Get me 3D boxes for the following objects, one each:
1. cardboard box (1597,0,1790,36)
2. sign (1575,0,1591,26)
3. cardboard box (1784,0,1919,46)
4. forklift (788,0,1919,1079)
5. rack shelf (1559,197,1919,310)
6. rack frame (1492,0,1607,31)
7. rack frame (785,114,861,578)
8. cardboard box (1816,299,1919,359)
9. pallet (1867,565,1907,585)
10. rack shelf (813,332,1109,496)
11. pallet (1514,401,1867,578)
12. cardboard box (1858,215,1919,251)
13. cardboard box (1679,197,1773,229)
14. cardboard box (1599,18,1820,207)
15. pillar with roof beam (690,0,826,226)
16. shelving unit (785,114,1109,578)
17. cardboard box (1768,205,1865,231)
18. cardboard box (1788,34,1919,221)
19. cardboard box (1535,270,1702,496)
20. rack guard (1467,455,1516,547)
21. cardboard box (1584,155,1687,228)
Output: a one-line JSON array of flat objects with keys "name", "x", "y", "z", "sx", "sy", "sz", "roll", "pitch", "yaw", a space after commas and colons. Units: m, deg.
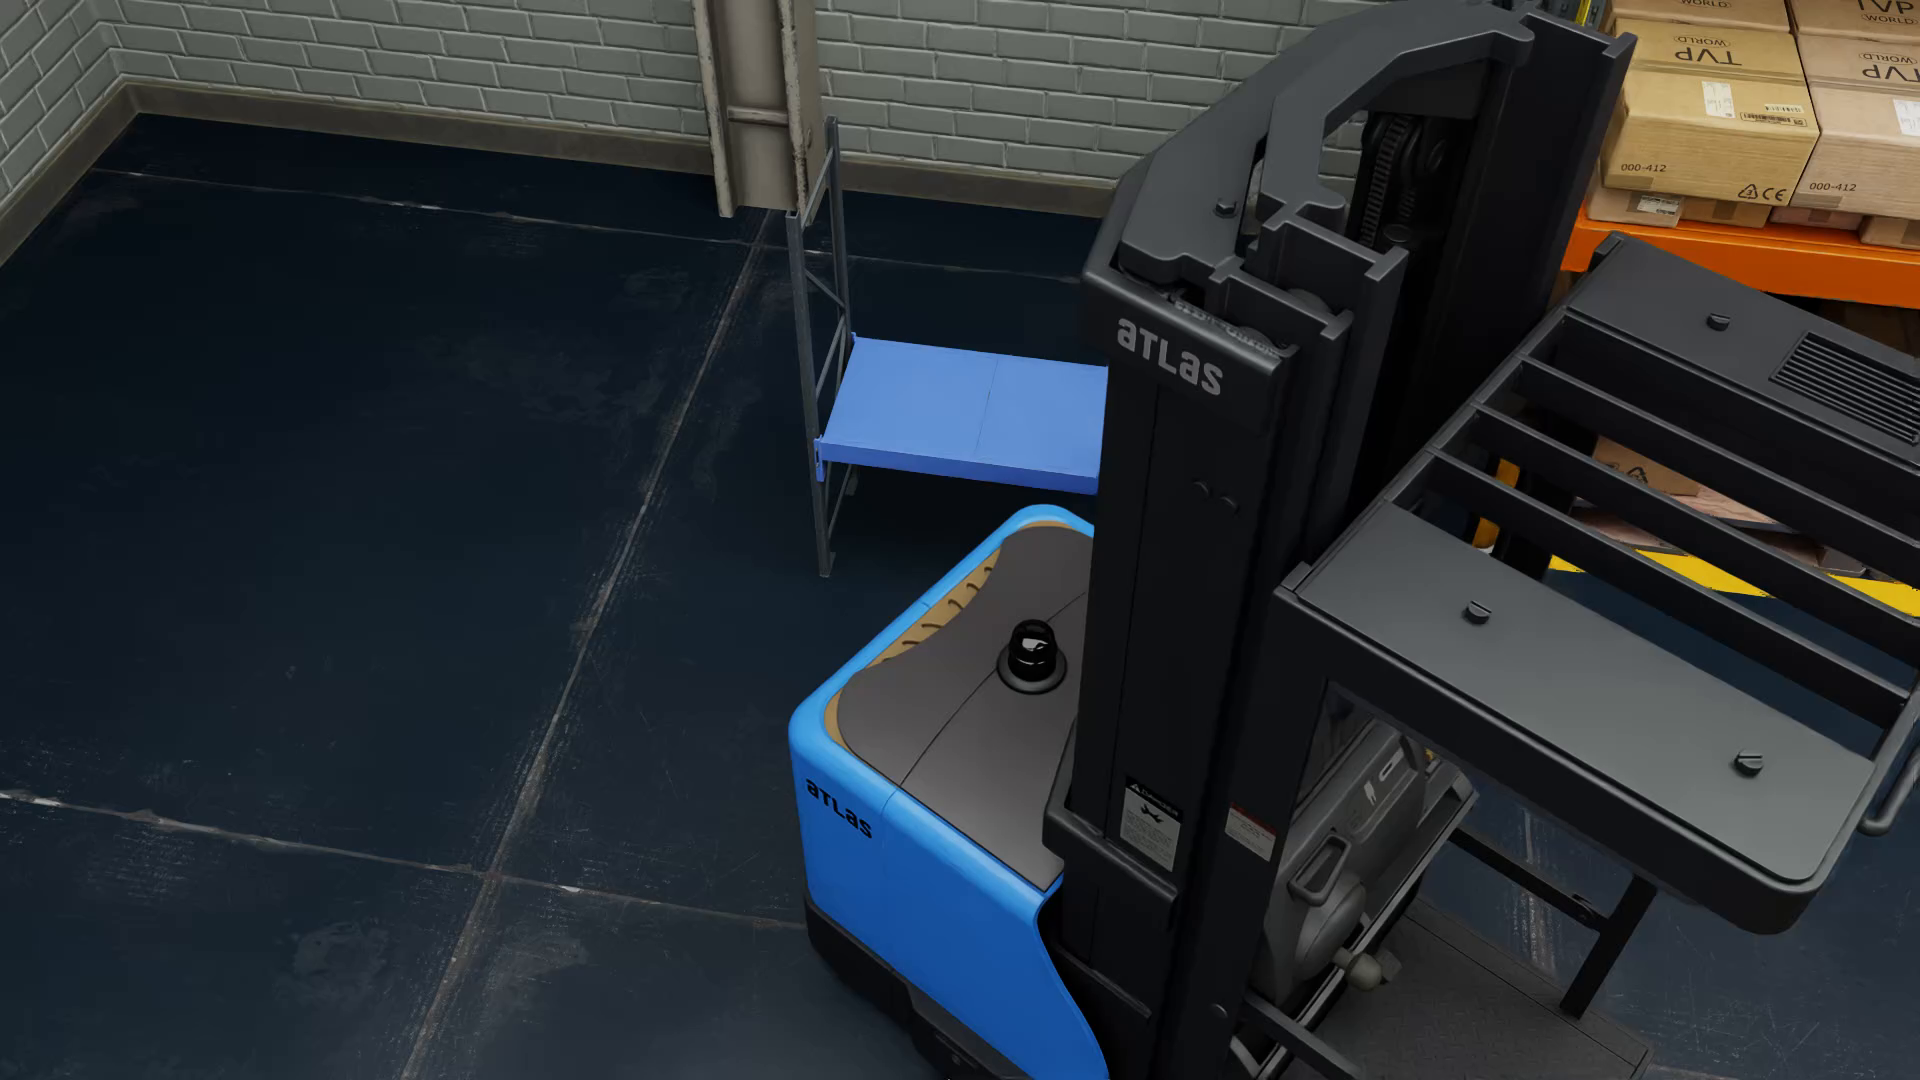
[{"name": "cardboard box", "x": 2.203, "y": -1.613, "z": 5.083, "sx": 0.500, "sy": 0.250, "sz": 0.500, "roll": 9, "pitch": 49, "yaw": 8}, {"name": "sign", "x": 1.607, "y": -1.322, "z": 4.339, "sx": 0.005, "sy": 0.325, "sz": 0.100, "roll": 8, "pitch": 49, "yaw": 7}, {"name": "cardboard box", "x": 2.711, "y": -1.544, "z": 5.021, "sx": 0.500, "sy": 0.250, "sz": 0.500, "roll": 8, "pitch": 49, "yaw": 7}, {"name": "forklift", "x": 1.024, "y": 0.599, "z": 3.241, "sx": 3.031, "sy": 2.935, "sz": 1.130, "roll": 32, "pitch": 56, "yaw": 26}, {"name": "rack shelf", "x": 3.672, "y": -0.925, "z": 5.048, "sx": 4.000, "sy": 0.370, "sz": 1.077, "roll": 8, "pitch": 49, "yaw": 7}, {"name": "rack frame", "x": 1.704, "y": -1.430, "z": 5.018, "sx": 0.127, "sy": 3.000, "sz": 1.000, "roll": 8, "pitch": 49, "yaw": 7}, {"name": "rack frame", "x": -0.416, "y": -0.557, "z": 5.242, "sx": 0.032, "sy": 1.500, "sz": 0.500, "roll": 8, "pitch": 49, "yaw": 7}, {"name": "cardboard box", "x": 3.123, "y": -0.443, "z": 5.530, "sx": 0.500, "sy": 0.500, "sz": 0.700, "roll": 9, "pitch": 49, "yaw": 8}, {"name": "pallet", "x": 3.760, "y": -0.220, "z": 5.806, "sx": 1.213, "sy": 0.211, "sz": 1.003, "roll": 8, "pitch": 49, "yaw": 7}, {"name": "rack shelf", "x": 0.084, "y": -0.370, "z": 5.316, "sx": 1.000, "sy": 0.185, "sz": 0.538, "roll": 8, "pitch": 49, "yaw": 7}, {"name": "pallet", "x": 2.563, "y": -0.383, "z": 5.953, "sx": 1.213, "sy": 0.211, "sz": 1.003, "roll": 8, "pitch": 49, "yaw": 7}, {"name": "cardboard box", "x": 2.739, "y": -1.014, "z": 4.814, "sx": 0.250, "sy": 0.149, "sz": 0.380, "roll": 9, "pitch": 49, "yaw": 8}, {"name": "cardboard box", "x": 2.237, "y": -1.102, "z": 4.892, "sx": 0.250, "sy": 0.149, "sz": 0.380, "roll": 9, "pitch": 49, "yaw": 8}, {"name": "cardboard box", "x": 2.102, "y": -1.222, "z": 4.732, "sx": 0.500, "sy": 0.250, "sz": 0.500, "roll": 8, "pitch": 49, "yaw": 7}, {"name": "pillar with roof beam", "x": -1.555, "y": -1.300, "z": 0.869, "sx": 0.400, "sy": 9.000, "sz": 9.100, "roll": 8, "pitch": 49, "yaw": 7}, {"name": "shelving unit", "x": 0.084, "y": -0.490, "z": 5.182, "sx": 1.048, "sy": 1.500, "sz": 0.538, "roll": 8, "pitch": 49, "yaw": 7}, {"name": "cardboard box", "x": 2.502, "y": -1.093, "z": 4.884, "sx": 0.250, "sy": 0.149, "sz": 0.380, "roll": 7, "pitch": 48, "yaw": 6}, {"name": "cardboard box", "x": 2.598, "y": -1.156, "z": 4.673, "sx": 0.500, "sy": 0.250, "sz": 0.500, "roll": 8, "pitch": 49, "yaw": 7}, {"name": "cardboard box", "x": 2.289, "y": -0.586, "z": 5.656, "sx": 0.637, "sy": 0.503, "sz": 0.797, "roll": 6, "pitch": 48, "yaw": 5}, {"name": "rack guard", "x": 1.778, "y": -0.584, "z": 5.939, "sx": 0.348, "sy": 0.500, "sz": 1.175, "roll": 8, "pitch": 49, "yaw": 7}, {"name": "cardboard box", "x": 1.978, "y": -1.102, "z": 4.892, "sx": 0.250, "sy": 0.149, "sz": 0.380, "roll": 7, "pitch": 48, "yaw": 7}]
